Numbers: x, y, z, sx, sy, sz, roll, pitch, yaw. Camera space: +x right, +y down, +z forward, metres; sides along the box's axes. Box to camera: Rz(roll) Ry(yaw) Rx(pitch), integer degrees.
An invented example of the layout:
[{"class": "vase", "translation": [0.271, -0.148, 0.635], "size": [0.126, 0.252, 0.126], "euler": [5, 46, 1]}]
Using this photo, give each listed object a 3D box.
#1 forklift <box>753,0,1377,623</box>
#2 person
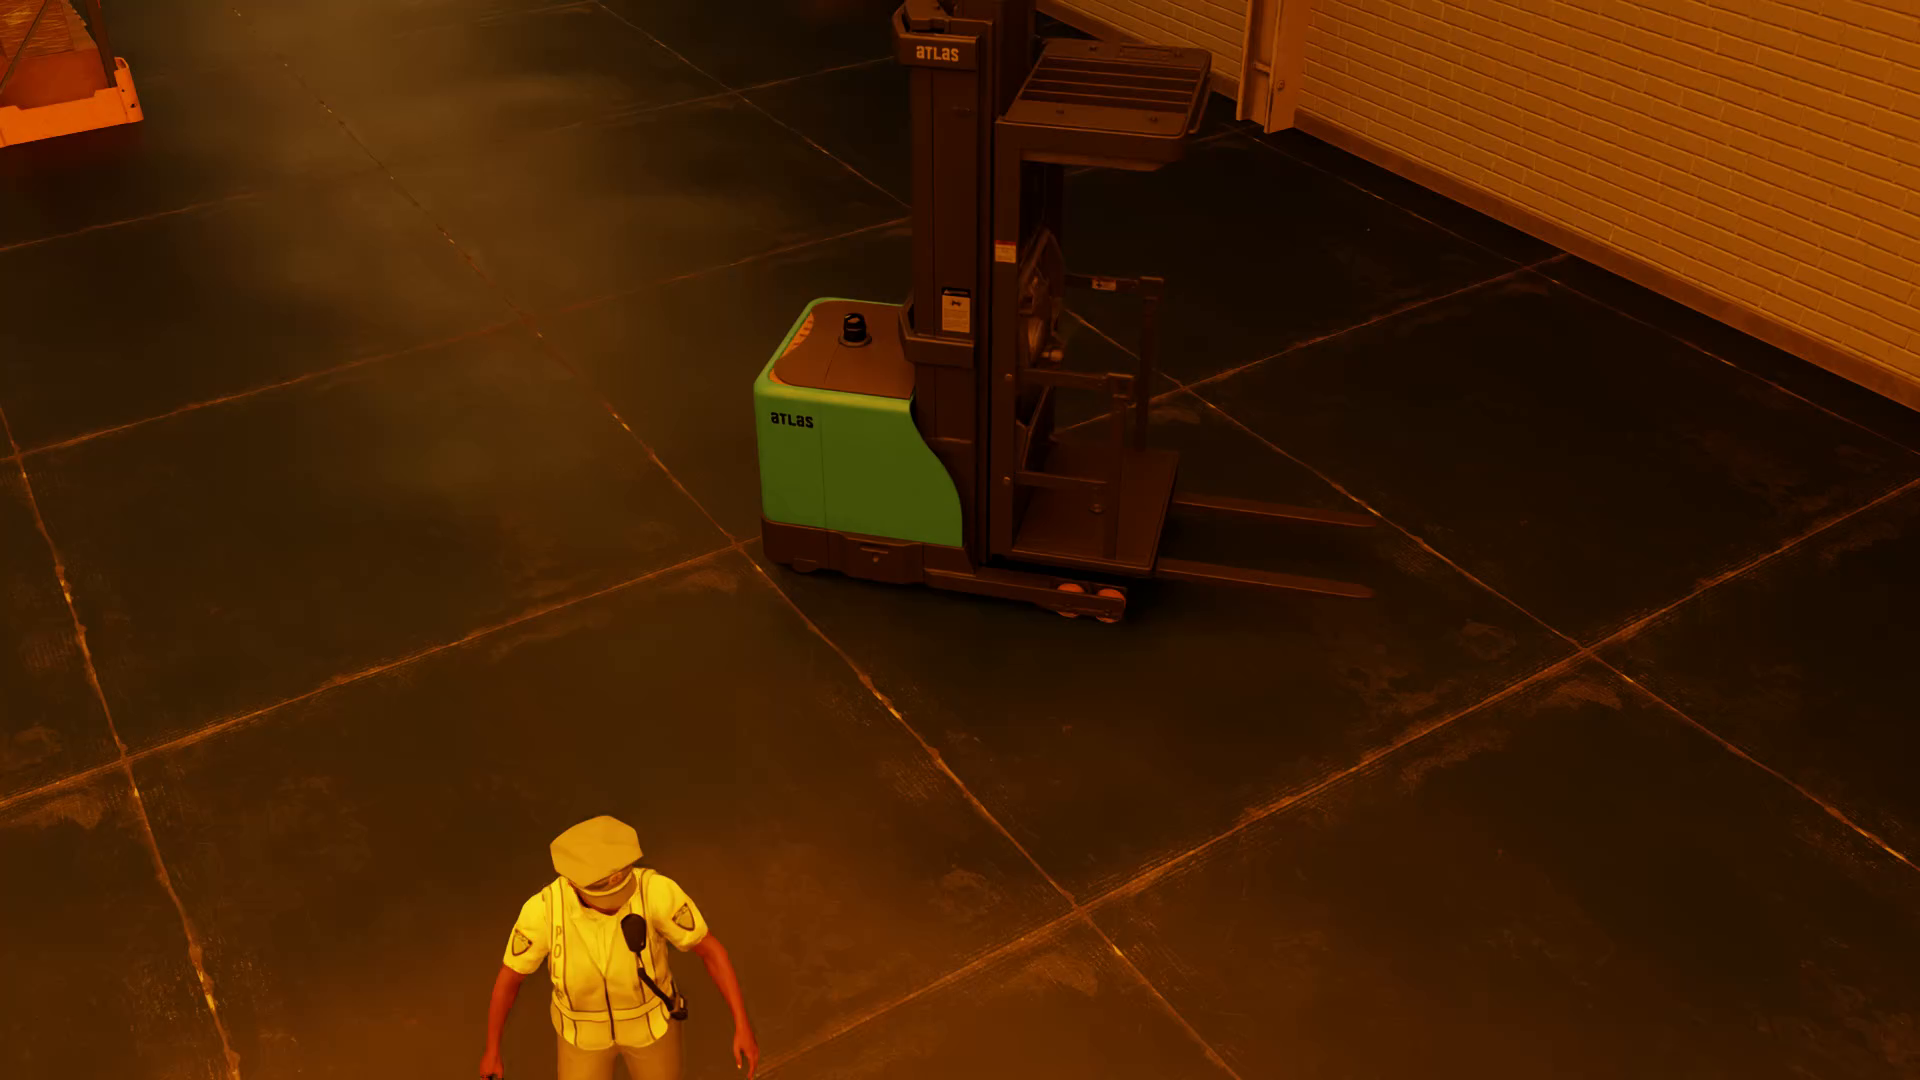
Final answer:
[{"class": "forklift", "translation": [0.570, -1.132, 7.759], "size": [3.031, 2.935, 1.130], "euler": [8, 36, 11]}, {"class": "person", "translation": [-1.038, 1.559, 5.104], "size": [0.857, 1.691, 0.469], "euler": [-4, 35, -5]}]
